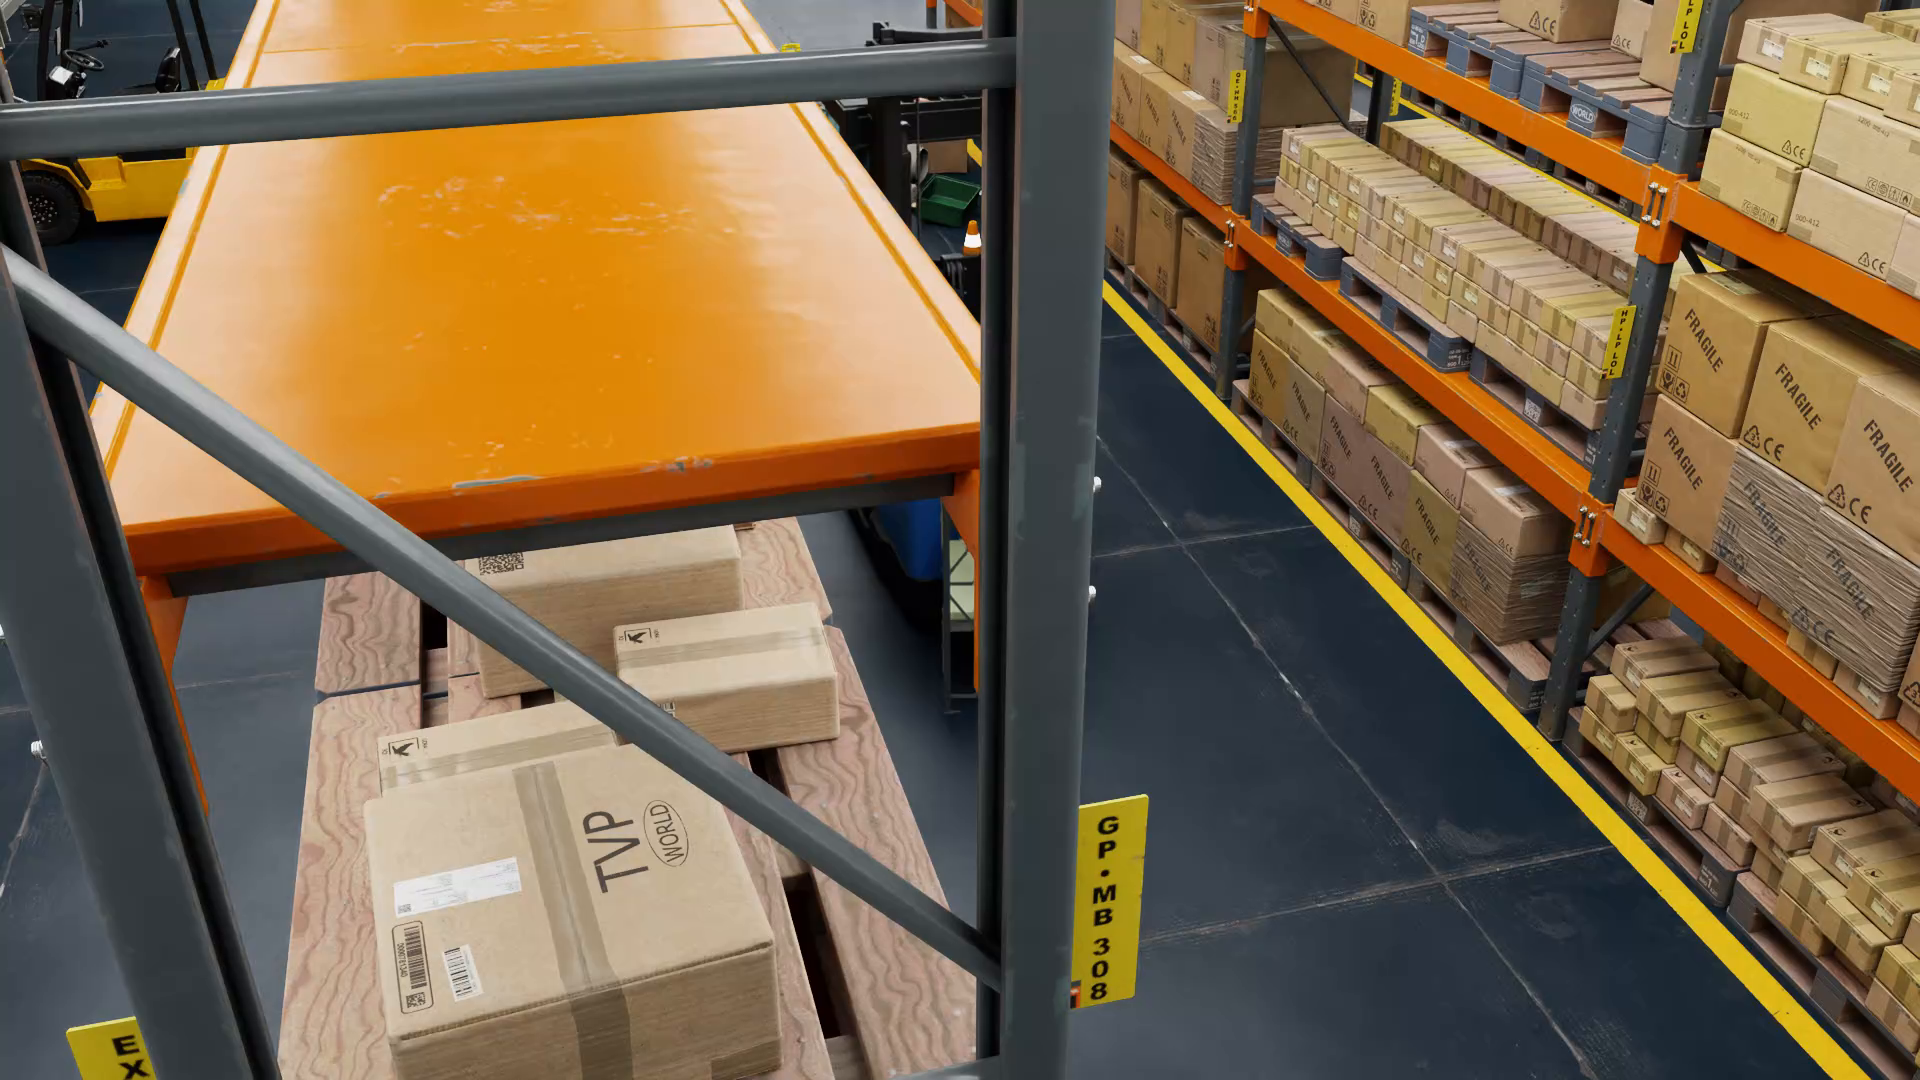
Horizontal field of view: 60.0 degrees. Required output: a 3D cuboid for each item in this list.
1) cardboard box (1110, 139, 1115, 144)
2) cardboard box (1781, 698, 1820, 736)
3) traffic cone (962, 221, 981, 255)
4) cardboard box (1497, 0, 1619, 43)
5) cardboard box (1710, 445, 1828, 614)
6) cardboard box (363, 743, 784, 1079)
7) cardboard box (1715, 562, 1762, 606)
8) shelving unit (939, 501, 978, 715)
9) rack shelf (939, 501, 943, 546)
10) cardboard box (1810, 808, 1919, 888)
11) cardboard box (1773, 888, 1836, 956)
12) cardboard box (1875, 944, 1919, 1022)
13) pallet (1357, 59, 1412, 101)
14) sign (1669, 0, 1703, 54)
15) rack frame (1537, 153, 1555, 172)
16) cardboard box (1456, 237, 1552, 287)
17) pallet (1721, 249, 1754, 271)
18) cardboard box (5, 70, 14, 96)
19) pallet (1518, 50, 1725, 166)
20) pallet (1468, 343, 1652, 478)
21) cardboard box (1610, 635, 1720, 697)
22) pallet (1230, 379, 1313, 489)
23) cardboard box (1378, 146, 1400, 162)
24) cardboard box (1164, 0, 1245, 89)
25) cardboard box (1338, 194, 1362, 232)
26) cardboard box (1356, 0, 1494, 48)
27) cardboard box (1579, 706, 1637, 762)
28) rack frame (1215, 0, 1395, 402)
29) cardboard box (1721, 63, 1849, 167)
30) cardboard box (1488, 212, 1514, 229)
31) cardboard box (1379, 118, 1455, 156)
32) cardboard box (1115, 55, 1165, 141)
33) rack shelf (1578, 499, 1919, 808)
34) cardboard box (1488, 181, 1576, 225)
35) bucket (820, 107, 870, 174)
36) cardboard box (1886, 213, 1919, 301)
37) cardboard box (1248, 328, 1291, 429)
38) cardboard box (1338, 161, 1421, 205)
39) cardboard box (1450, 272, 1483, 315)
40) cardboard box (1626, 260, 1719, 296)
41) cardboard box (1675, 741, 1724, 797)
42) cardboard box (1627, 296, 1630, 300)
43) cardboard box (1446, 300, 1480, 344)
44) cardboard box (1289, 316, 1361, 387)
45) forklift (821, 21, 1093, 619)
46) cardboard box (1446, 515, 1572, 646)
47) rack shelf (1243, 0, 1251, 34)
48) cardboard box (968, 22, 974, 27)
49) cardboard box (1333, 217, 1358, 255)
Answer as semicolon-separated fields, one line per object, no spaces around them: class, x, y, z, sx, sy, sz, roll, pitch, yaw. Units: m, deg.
cardboard box;1.449;-3.193;14.098;1.050;0.750;0.750;-8;31;-14
cardboard box;3.846;0.761;7.274;0.380;0.149;0.250;-8;31;-14
traffic cone;0.098;-2.326;13.307;0.336;0.463;0.334;-8;31;-13
cardboard box;3.038;-2.697;7.898;0.797;0.503;0.637;-8;31;-14
cardboard box;3.348;-0.070;6.480;0.500;0.500;0.500;-8;31;-13
cardboard box;-0.569;0.567;2.413;0.500;0.250;0.500;-11;32;-18
cardboard box;3.343;0.117;6.804;0.380;0.149;0.250;-9;31;-15
shelving unit;0.116;0.027;8.206;0.431;1.500;0.755;0;30;0
rack shelf;0.116;-0.311;8.010;0.431;0.370;0.720;0;30;0
cardboard box;3.576;1.214;6.491;0.380;0.149;0.250;-9;31;-15
cardboard box;3.492;1.483;6.620;0.380;0.149;0.250;-9;31;-15
cardboard box;3.628;1.604;6.114;0.380;0.149;0.250;-6;31;-11
pallet;5.147;-5.174;18.479;1.003;0.211;1.213;-8;31;-13
sign;2.787;-2.026;6.352;0.100;0.325;0.005;-8;31;-13
rack frame;6.007;-4.883;15.192;1.000;3.000;0.127;-8;31;-13
cardboard box;2.756;-1.408;8.425;0.380;0.149;0.250;-9;31;-15
pallet;6.863;-2.122;13.205;1.003;0.211;1.213;-8;31;-13
cardboard box;-8.971;-4.079;15.131;0.500;0.250;0.500;-7;31;-12
pallet;3.260;-1.938;7.297;1.213;0.211;1.003;-8;31;-13
pallet;3.259;-0.714;8.181;1.003;0.211;1.213;-8;31;-13
cardboard box;3.213;0.580;7.586;0.380;0.149;0.250;-7;31;-11
pallet;2.466;-0.756;10.845;1.003;0.211;1.213;-8;31;-13
cardboard box;2.830;-2.364;10.375;0.380;0.149;0.250;-7;31;-12
cardboard box;1.876;-3.526;11.750;0.700;0.500;0.500;-8;31;-14
cardboard box;2.410;-1.901;9.575;0.380;0.149;0.250;-8;31;-13
cardboard box;2.432;-2.889;8.654;0.500;0.500;0.500;-8;31;-13
cardboard box;3.108;0.862;7.693;0.380;0.149;0.250;-9;31;-15
rack frame;2.260;-2.341;10.799;1.000;3.000;0.127;-8;31;-13
cardboard box;3.218;-1.594;6.166;0.500;0.250;0.500;-7;31;-12
cardboard box;3.174;-1.742;9.299;0.380;0.149;0.250;-7;31;-12
cardboard box;2.832;-2.495;10.304;0.380;0.149;0.250;-9;31;-15
cardboard box;1.478;-3.295;12.349;0.500;0.500;0.500;-7;31;-13
rack shelf;3.852;0.869;5.973;1.077;0.370;4.000;-8;31;-13
cardboard box;3.173;-1.870;9.225;0.380;0.149;0.250;-6;31;-11
bucket;-1.061;-3.273;14.160;0.726;0.611;0.620;2;40;4
cardboard box;3.451;-0.888;5.446;0.500;0.250;0.500;-7;31;-11
cardboard box;2.202;-1.065;10.671;0.500;0.500;0.500;-9;31;-15
cardboard box;2.400;-2.046;9.527;0.380;0.149;0.250;-9;31;-15
cardboard box;2.747;-1.281;8.503;0.380;0.149;0.250;-9;31;-16
cardboard box;3.515;-1.249;8.150;0.380;0.149;0.250;-8;31;-13
cardboard box;3.362;0.956;7.234;0.380;0.149;0.250;-8;31;-14
cardboard box;3.521;-1.111;8.210;0.380;0.149;0.250;-7;31;-12
cardboard box;2.746;-1.148;8.570;0.380;0.149;0.250;-9;31;-15
cardboard box;2.344;-1.155;10.078;0.500;0.250;0.500;-8;31;-14
forklift;-0.173;-1.572;9.540;1.130;2.935;3.031;-8;31;-14
cardboard box;2.882;0.168;8.542;0.500;0.500;0.500;-8;31;-14
rack shelf;1.729;-4.293;11.897;1.077;0.370;4.000;-8;31;-13
cardboard box;0.616;-4.723;16.617;0.875;0.875;0.875;-8;31;-14
cardboard box;2.400;-1.781;9.664;0.380;0.149;0.250;-6;31;-11
